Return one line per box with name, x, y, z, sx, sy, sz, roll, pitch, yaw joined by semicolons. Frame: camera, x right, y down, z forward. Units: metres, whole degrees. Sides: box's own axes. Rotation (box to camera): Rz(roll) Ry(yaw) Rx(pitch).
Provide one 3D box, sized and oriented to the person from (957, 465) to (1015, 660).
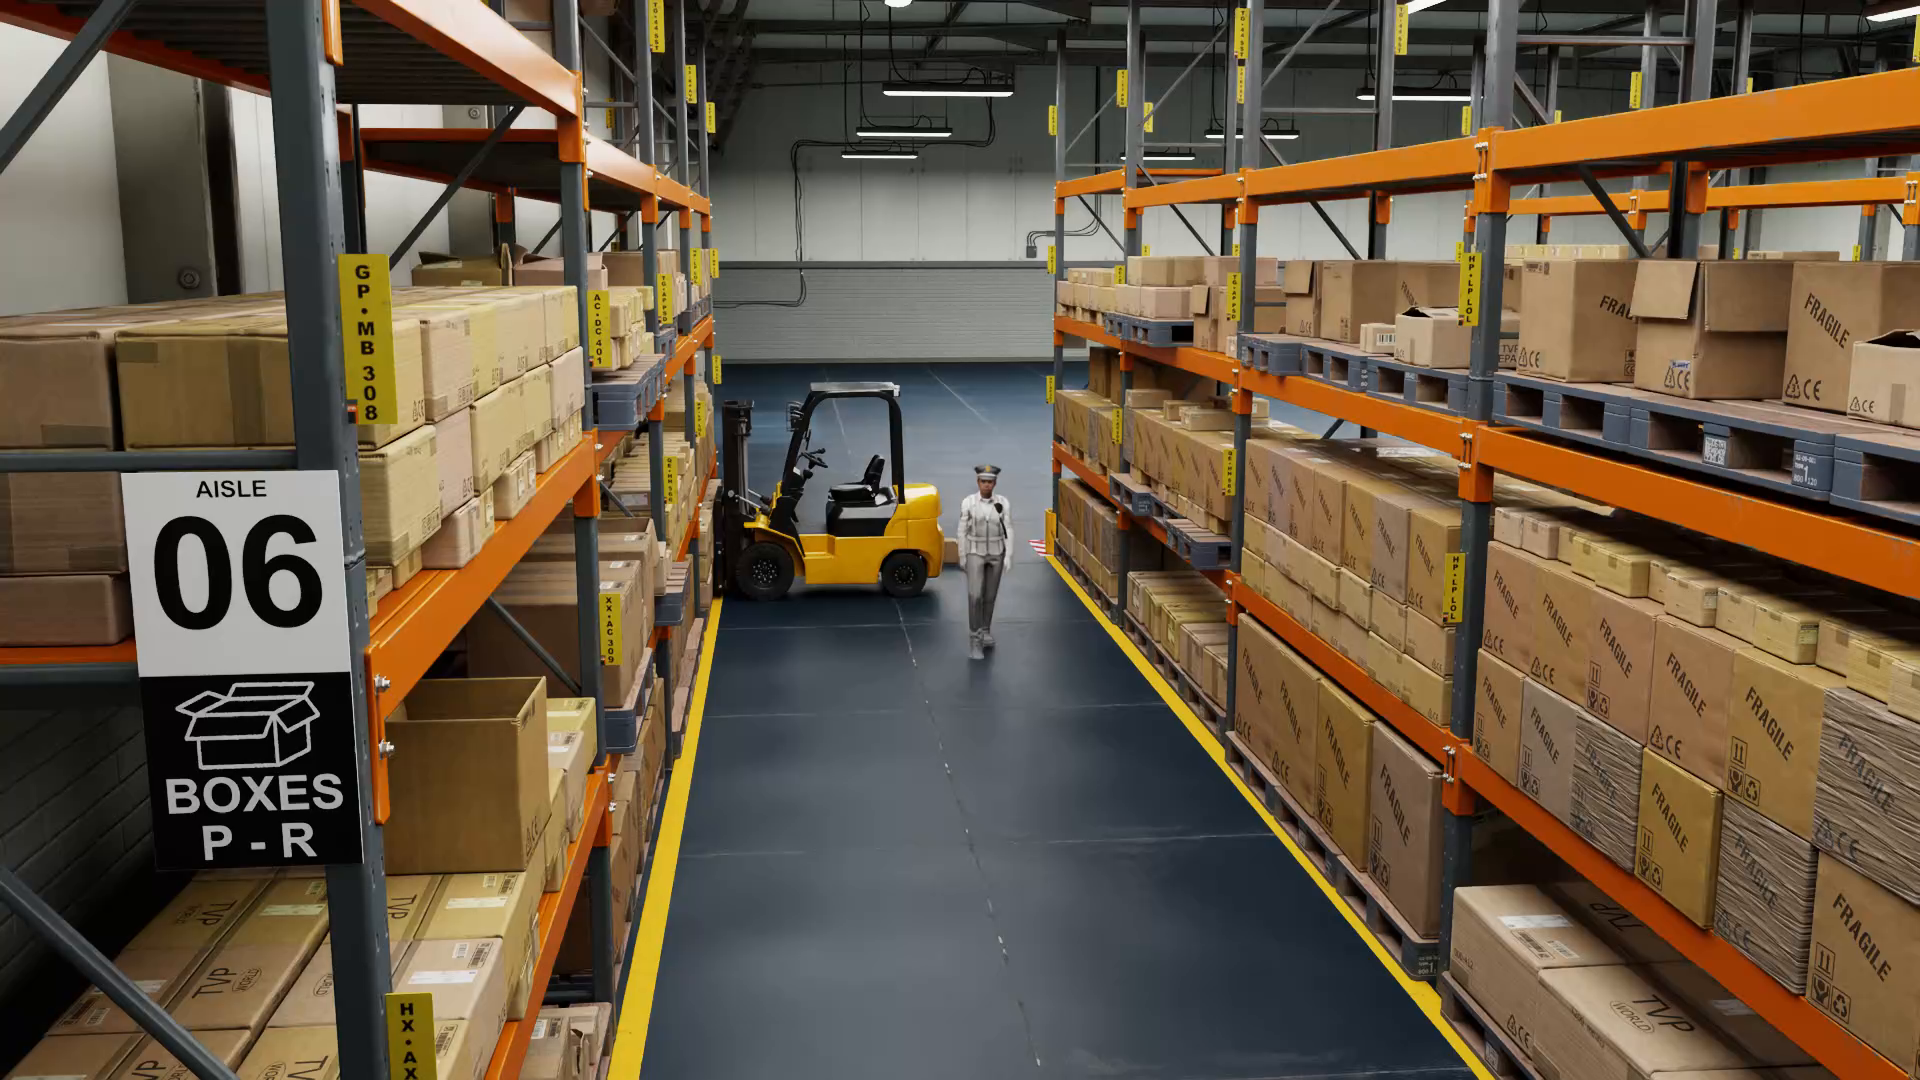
person;0.240;0.184;14.874;0.497;1.737;0.660;-2;10;-9
